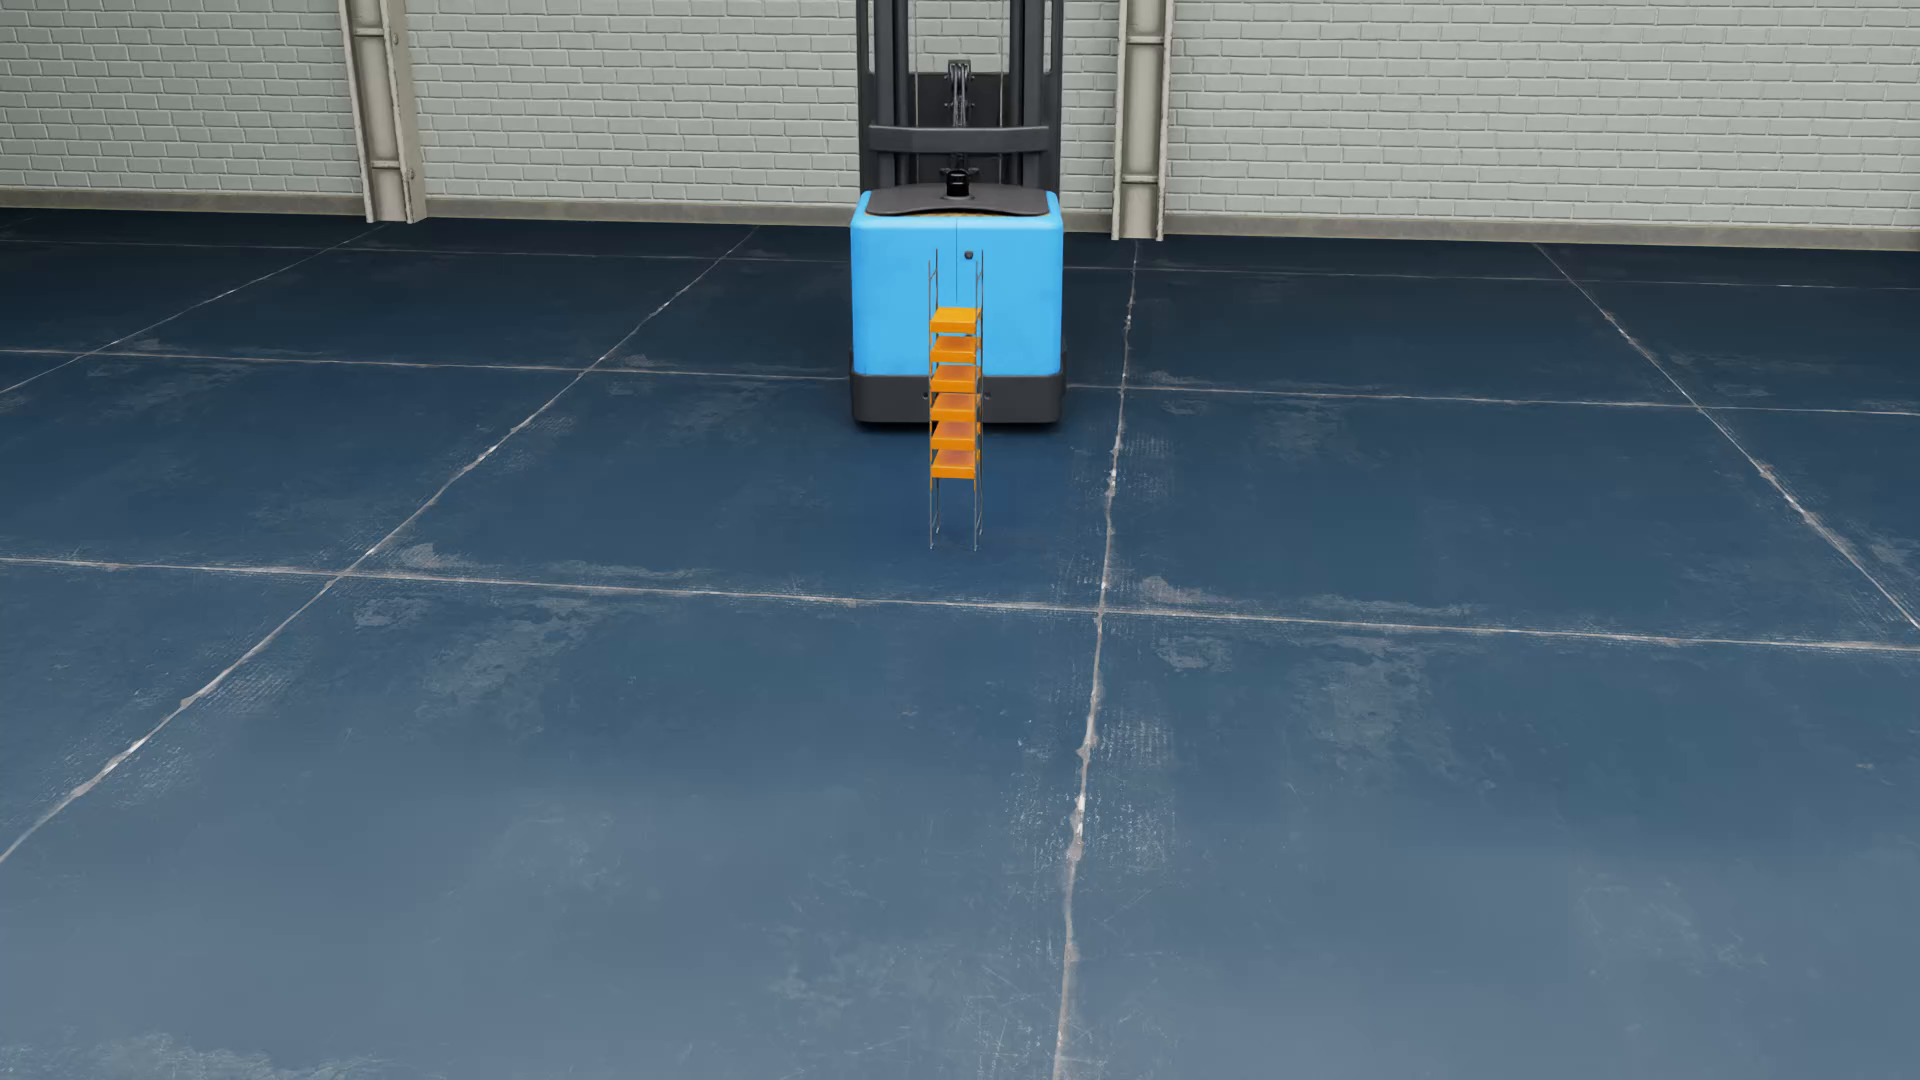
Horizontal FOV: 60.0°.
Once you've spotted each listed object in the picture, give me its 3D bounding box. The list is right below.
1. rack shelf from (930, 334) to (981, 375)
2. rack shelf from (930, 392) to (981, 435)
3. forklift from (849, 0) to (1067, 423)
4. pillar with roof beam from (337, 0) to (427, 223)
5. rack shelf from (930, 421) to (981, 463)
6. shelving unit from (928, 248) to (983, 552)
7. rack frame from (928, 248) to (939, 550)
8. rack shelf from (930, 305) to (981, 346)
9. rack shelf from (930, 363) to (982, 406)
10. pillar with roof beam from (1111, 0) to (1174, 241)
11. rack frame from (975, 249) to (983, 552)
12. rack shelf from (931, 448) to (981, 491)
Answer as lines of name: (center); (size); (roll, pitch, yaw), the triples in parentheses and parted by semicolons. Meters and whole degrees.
rack shelf: (-0.014, -0.740, 6.649); (0.180, 0.103, 0.258); (2, 22, 6)
rack shelf: (-0.014, -0.517, 6.737); (0.180, 0.103, 0.258); (2, 22, 6)
forklift: (0.002, -2.431, 9.103); (1.130, 2.935, 3.031); (0, 22, 1)
pillar with roof beam: (-5.089, -5.227, 7.922); (0.400, 9.000, 9.100); (2, 22, 6)
rack shelf: (-0.014, -0.406, 6.781); (0.180, 0.103, 0.258); (2, 22, 6)
shelving unit: (-0.014, -0.559, 6.721); (0.189, 1.200, 0.258); (2, 22, 6)
rack frame: (-0.105, -0.563, 6.731); (0.006, 1.200, 0.240); (2, 22, 6)
rack shelf: (-0.014, -0.852, 6.605); (0.180, 0.103, 0.258); (2, 22, 6)
rack shelf: (-0.014, -0.629, 6.693); (0.180, 0.103, 0.258); (2, 22, 6)
pillar with roof beam: (0.870, -4.968, 7.266); (0.400, 9.000, 9.100); (2, 22, 6)
rack frame: (0.076, -0.555, 6.711); (0.006, 1.200, 0.240); (2, 22, 6)
rack shelf: (-0.014, -0.294, 6.825); (0.180, 0.103, 0.258); (2, 22, 6)
